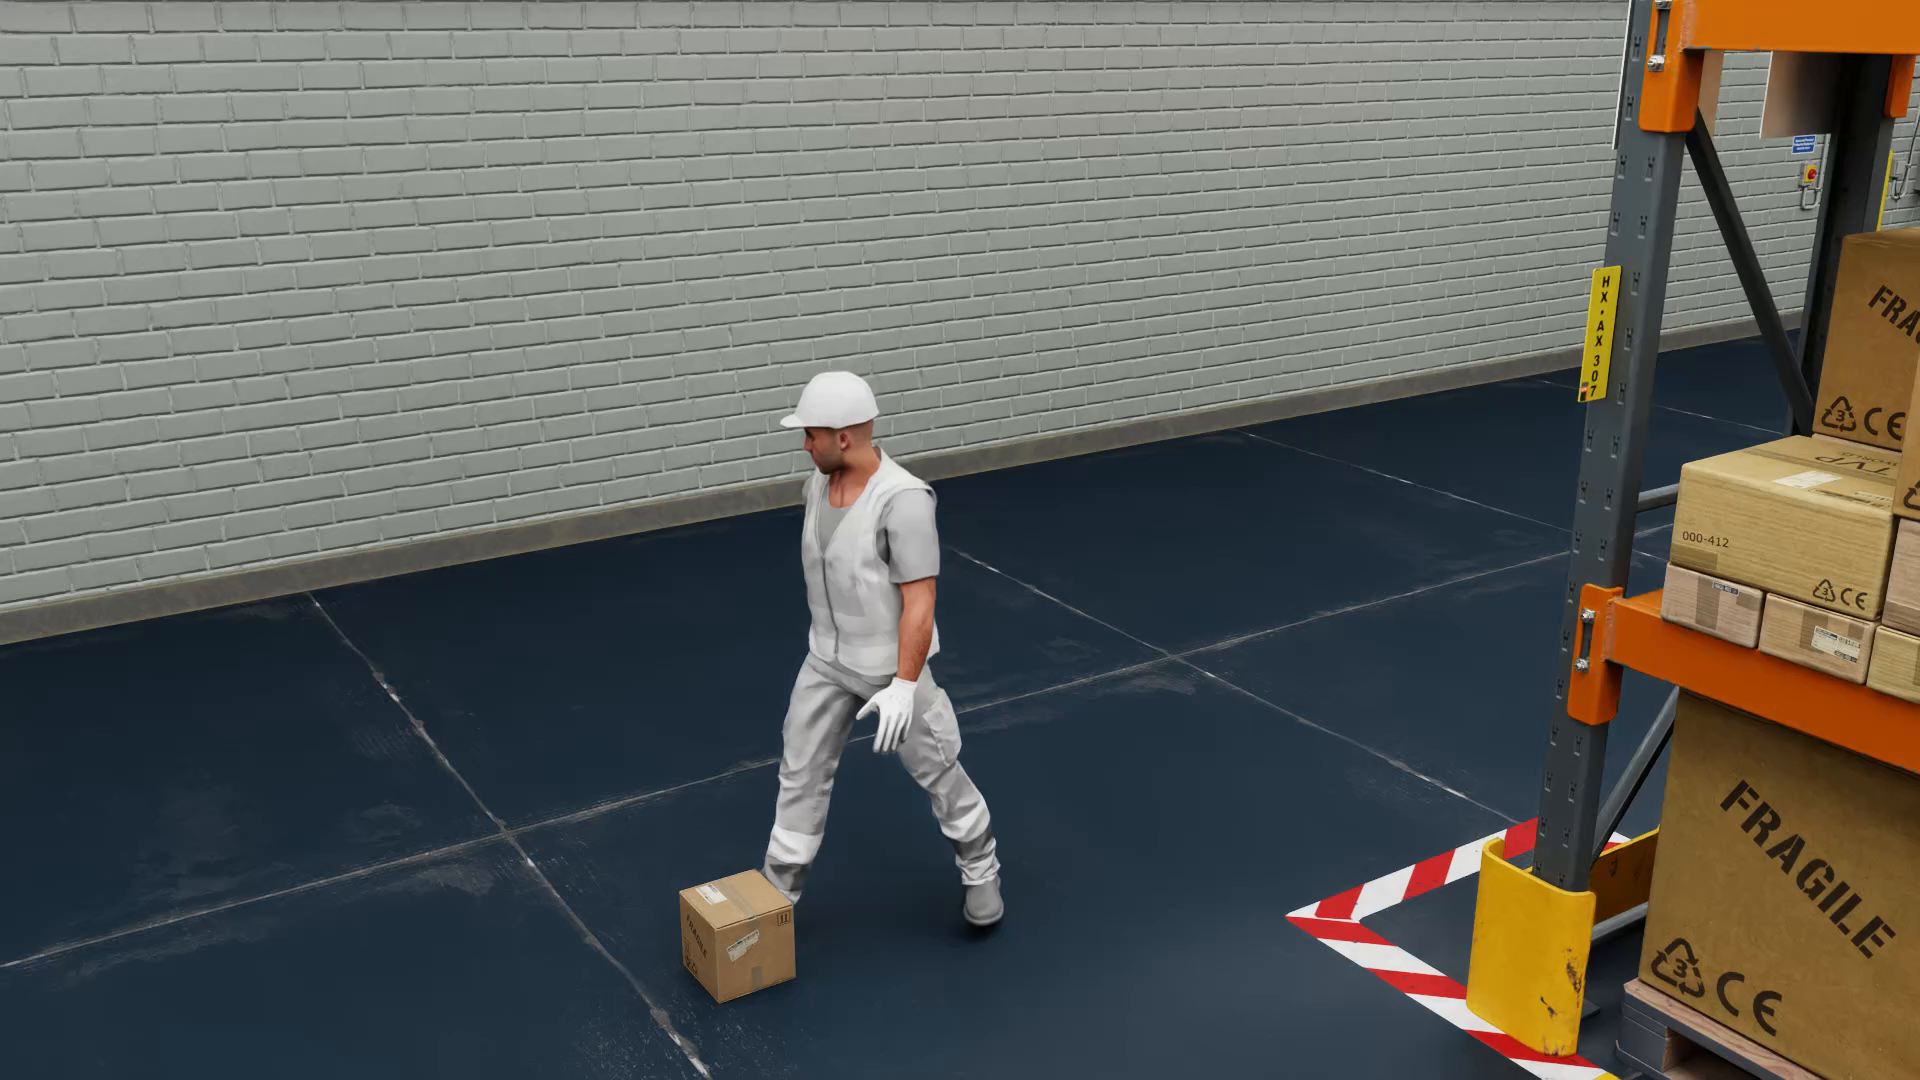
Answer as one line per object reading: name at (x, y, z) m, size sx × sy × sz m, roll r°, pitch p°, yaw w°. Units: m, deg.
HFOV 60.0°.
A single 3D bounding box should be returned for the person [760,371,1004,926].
person at (-0.291, 0.368, 4.862) m, size 0.636 × 1.739 × 0.891 m, roll 14°, pitch 23°, yaw 37°
